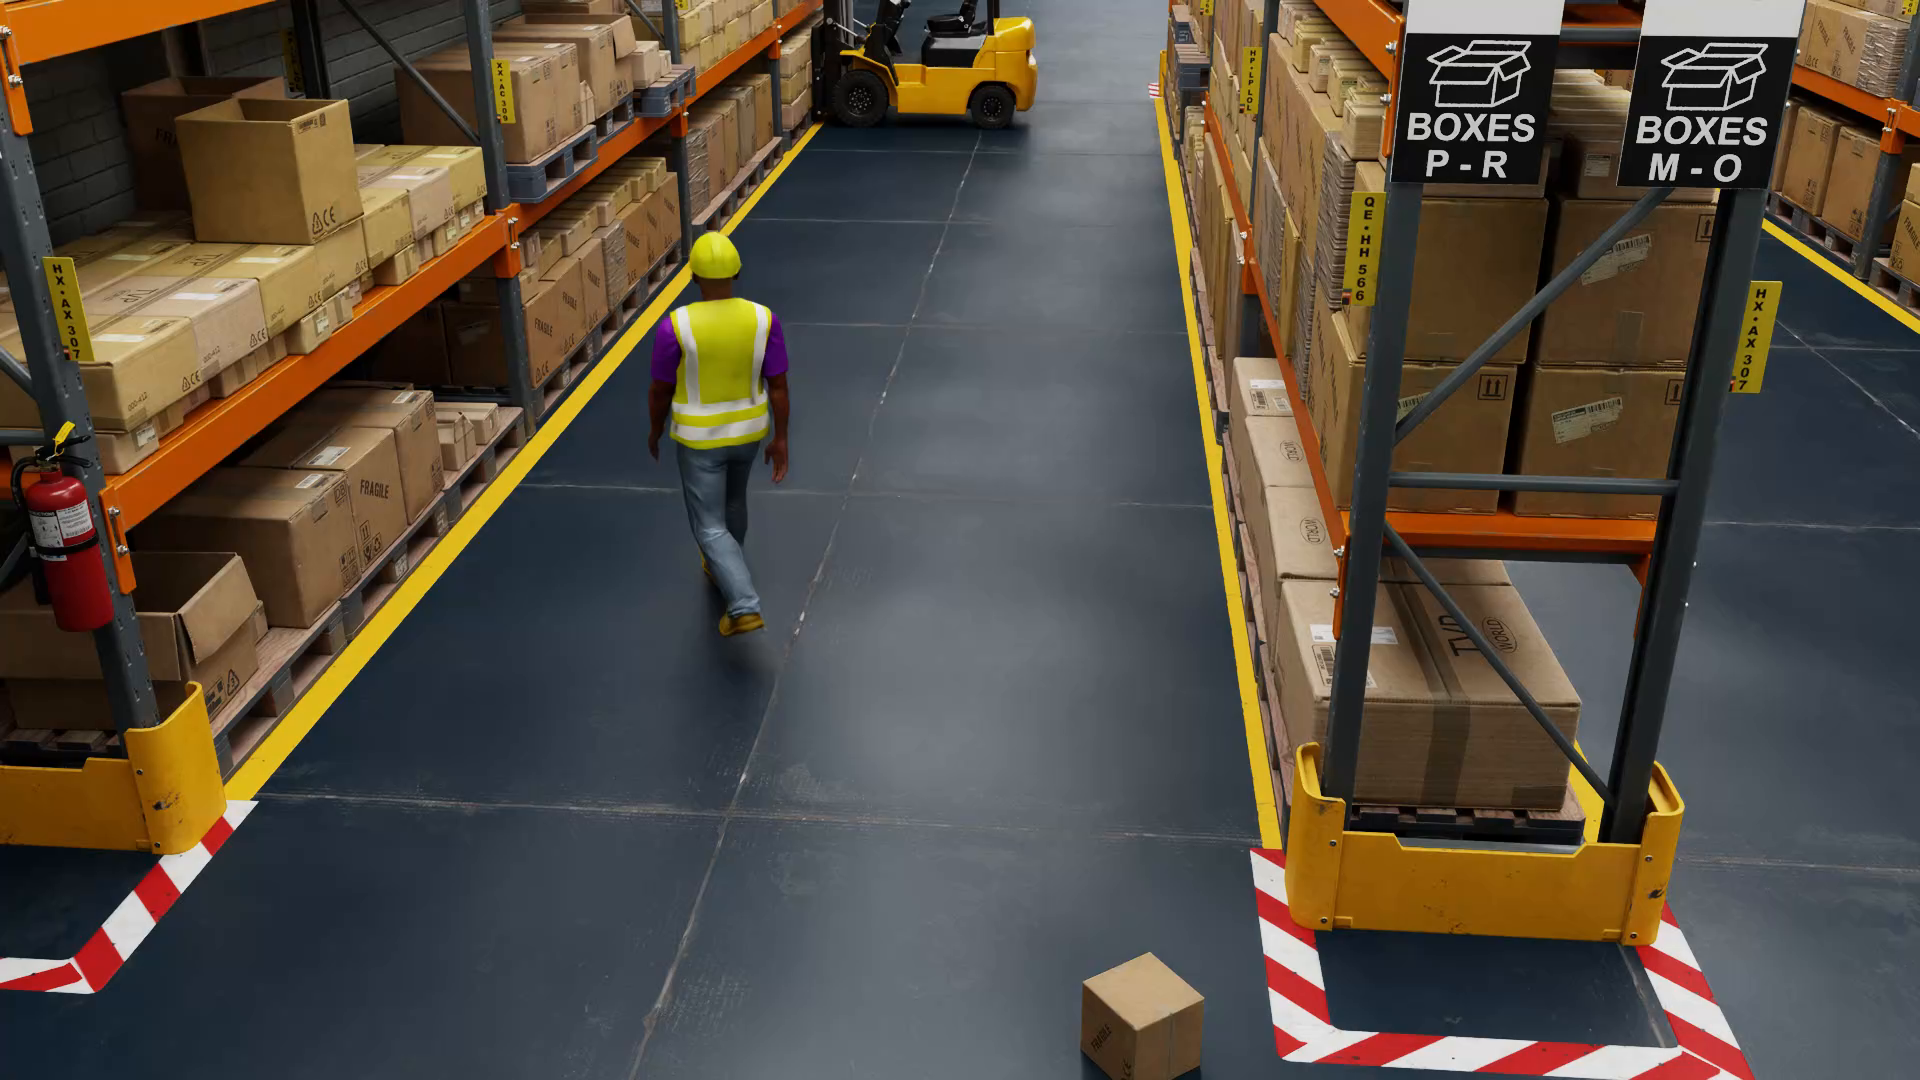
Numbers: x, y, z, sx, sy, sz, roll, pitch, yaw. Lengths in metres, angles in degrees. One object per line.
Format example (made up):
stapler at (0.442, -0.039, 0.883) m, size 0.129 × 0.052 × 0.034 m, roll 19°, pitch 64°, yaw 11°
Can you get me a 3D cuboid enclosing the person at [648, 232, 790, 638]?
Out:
person at (-1.023, -0.457, 7.086) m, size 0.562 × 1.726 × 1.019 m, roll -13°, pitch 27°, yaw -26°
